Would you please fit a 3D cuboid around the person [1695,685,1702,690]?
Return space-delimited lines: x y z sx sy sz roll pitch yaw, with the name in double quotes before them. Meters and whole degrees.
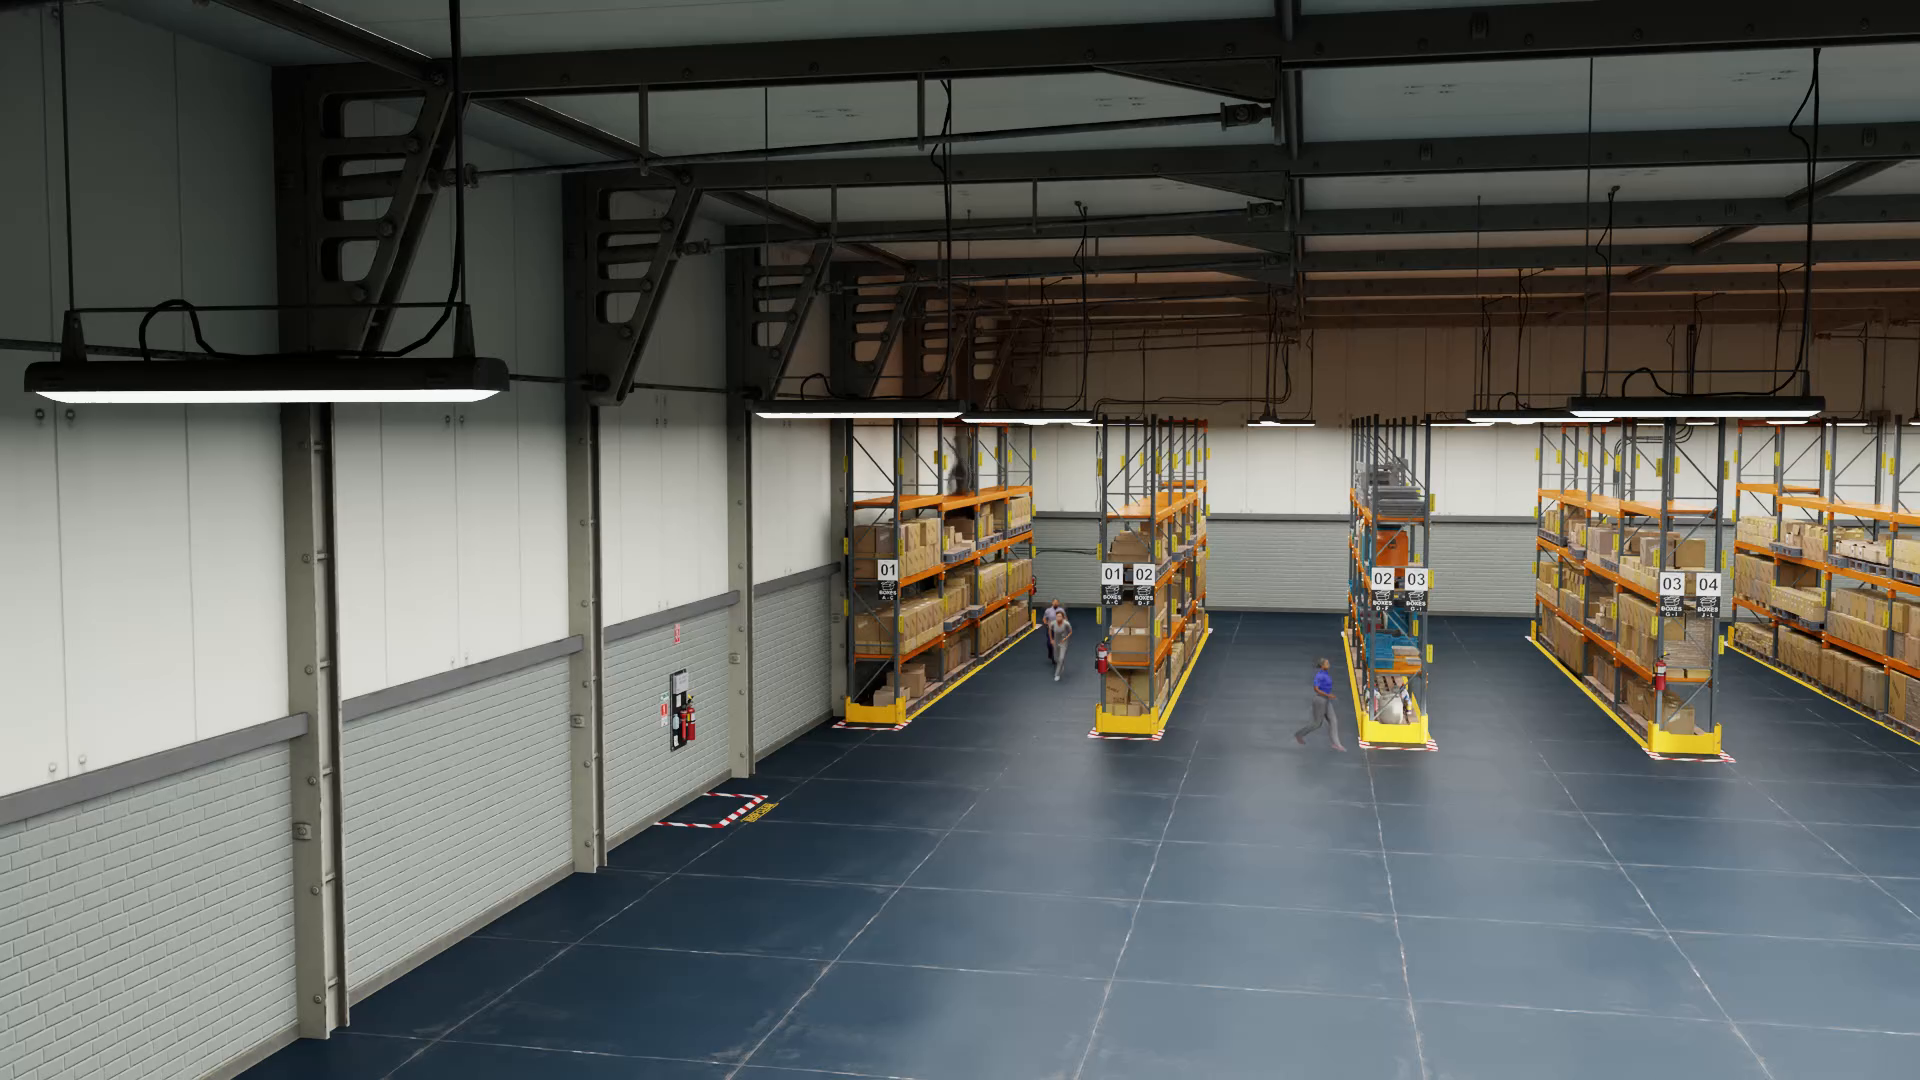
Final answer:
"person" 16.263 2.402 36.837 0.687 1.822 0.871 0 4 3

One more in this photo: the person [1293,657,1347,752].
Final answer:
"person" 6.469 2.918 29.690 0.958 1.647 0.618 2 4 28

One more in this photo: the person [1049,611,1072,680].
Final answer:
"person" 2.309 2.407 38.143 0.557 1.605 0.745 1 4 8

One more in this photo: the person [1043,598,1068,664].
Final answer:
"person" 2.335 2.216 40.681 0.595 1.601 0.561 0 4 3
